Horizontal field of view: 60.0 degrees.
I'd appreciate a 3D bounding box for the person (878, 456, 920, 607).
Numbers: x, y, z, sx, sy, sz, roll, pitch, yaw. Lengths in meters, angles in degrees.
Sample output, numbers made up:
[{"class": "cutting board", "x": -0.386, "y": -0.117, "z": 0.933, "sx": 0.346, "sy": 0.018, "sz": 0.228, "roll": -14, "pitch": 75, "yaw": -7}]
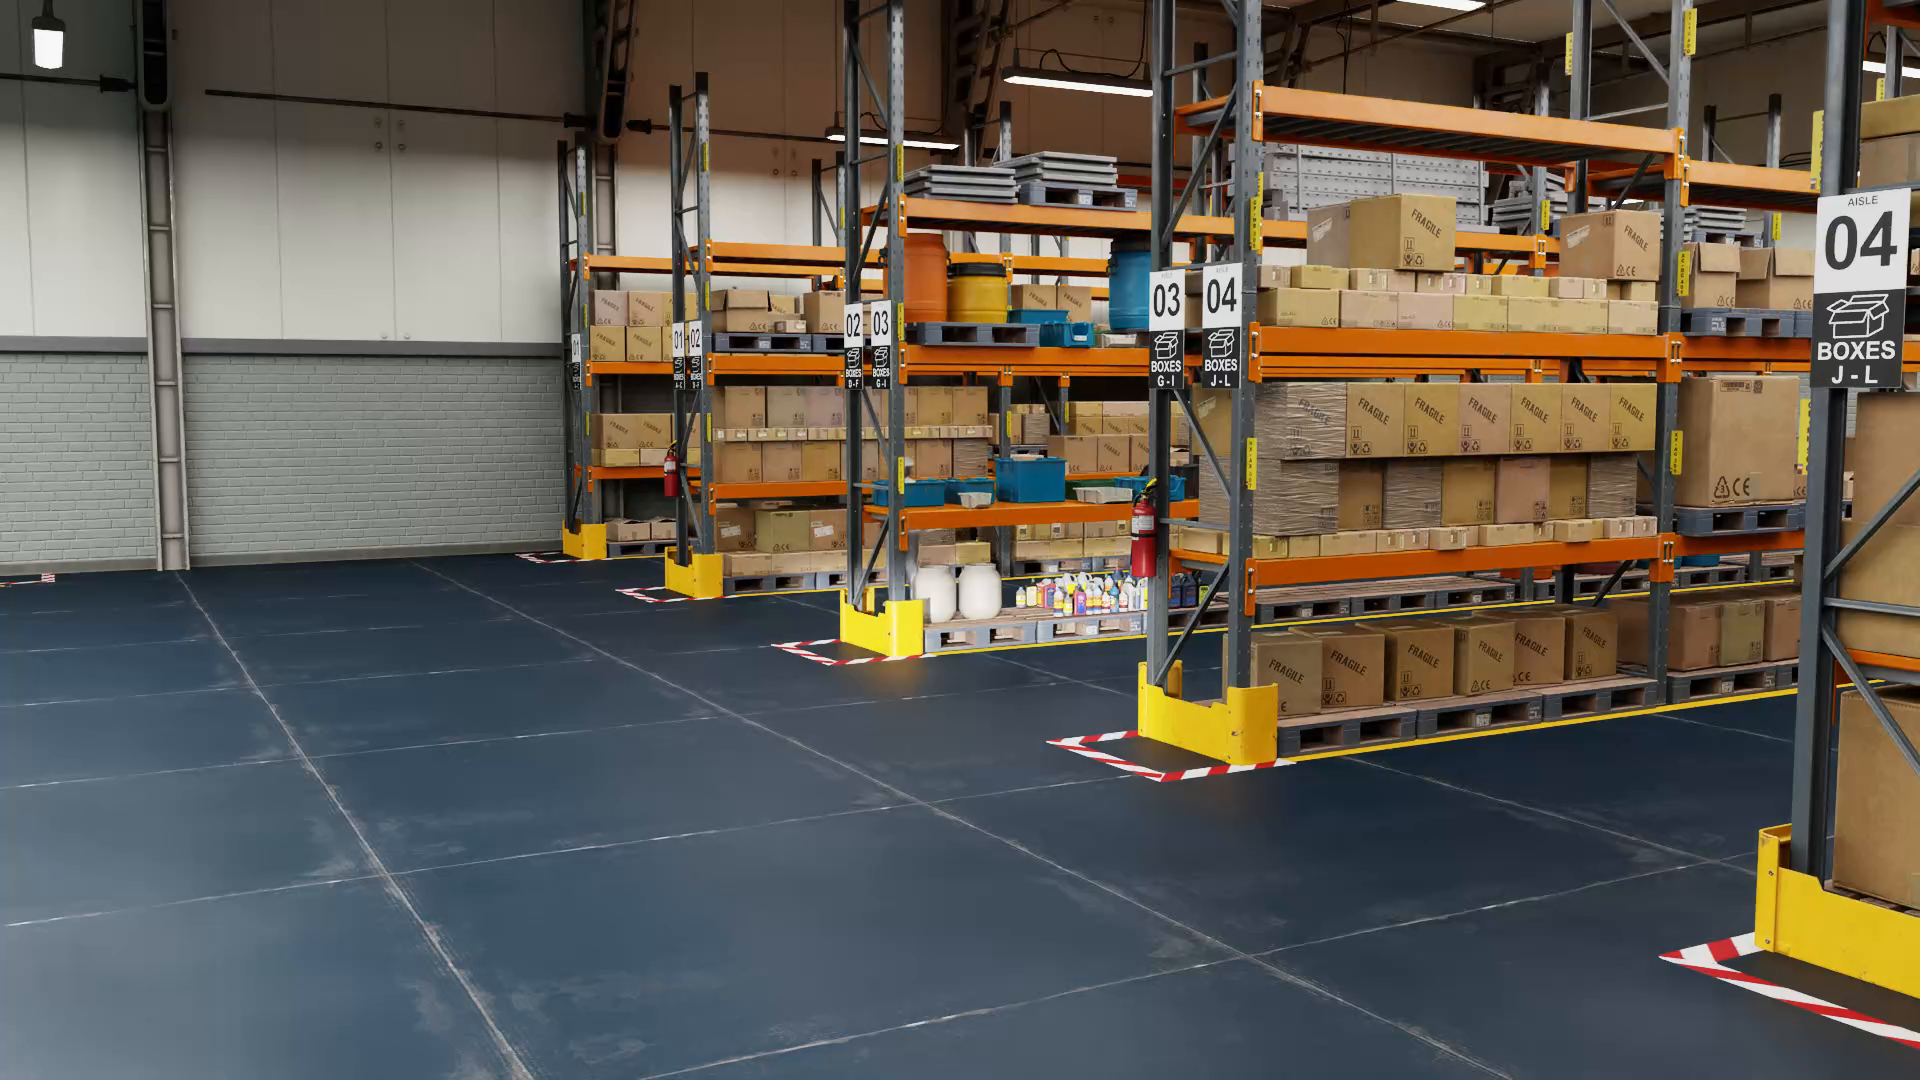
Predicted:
[{"class": "person", "x": -0.676, "y": -0.106, "z": 18.499, "sx": 0.464, "sy": 1.692, "sz": 0.508, "roll": -3, "pitch": 6, "yaw": -29}]
